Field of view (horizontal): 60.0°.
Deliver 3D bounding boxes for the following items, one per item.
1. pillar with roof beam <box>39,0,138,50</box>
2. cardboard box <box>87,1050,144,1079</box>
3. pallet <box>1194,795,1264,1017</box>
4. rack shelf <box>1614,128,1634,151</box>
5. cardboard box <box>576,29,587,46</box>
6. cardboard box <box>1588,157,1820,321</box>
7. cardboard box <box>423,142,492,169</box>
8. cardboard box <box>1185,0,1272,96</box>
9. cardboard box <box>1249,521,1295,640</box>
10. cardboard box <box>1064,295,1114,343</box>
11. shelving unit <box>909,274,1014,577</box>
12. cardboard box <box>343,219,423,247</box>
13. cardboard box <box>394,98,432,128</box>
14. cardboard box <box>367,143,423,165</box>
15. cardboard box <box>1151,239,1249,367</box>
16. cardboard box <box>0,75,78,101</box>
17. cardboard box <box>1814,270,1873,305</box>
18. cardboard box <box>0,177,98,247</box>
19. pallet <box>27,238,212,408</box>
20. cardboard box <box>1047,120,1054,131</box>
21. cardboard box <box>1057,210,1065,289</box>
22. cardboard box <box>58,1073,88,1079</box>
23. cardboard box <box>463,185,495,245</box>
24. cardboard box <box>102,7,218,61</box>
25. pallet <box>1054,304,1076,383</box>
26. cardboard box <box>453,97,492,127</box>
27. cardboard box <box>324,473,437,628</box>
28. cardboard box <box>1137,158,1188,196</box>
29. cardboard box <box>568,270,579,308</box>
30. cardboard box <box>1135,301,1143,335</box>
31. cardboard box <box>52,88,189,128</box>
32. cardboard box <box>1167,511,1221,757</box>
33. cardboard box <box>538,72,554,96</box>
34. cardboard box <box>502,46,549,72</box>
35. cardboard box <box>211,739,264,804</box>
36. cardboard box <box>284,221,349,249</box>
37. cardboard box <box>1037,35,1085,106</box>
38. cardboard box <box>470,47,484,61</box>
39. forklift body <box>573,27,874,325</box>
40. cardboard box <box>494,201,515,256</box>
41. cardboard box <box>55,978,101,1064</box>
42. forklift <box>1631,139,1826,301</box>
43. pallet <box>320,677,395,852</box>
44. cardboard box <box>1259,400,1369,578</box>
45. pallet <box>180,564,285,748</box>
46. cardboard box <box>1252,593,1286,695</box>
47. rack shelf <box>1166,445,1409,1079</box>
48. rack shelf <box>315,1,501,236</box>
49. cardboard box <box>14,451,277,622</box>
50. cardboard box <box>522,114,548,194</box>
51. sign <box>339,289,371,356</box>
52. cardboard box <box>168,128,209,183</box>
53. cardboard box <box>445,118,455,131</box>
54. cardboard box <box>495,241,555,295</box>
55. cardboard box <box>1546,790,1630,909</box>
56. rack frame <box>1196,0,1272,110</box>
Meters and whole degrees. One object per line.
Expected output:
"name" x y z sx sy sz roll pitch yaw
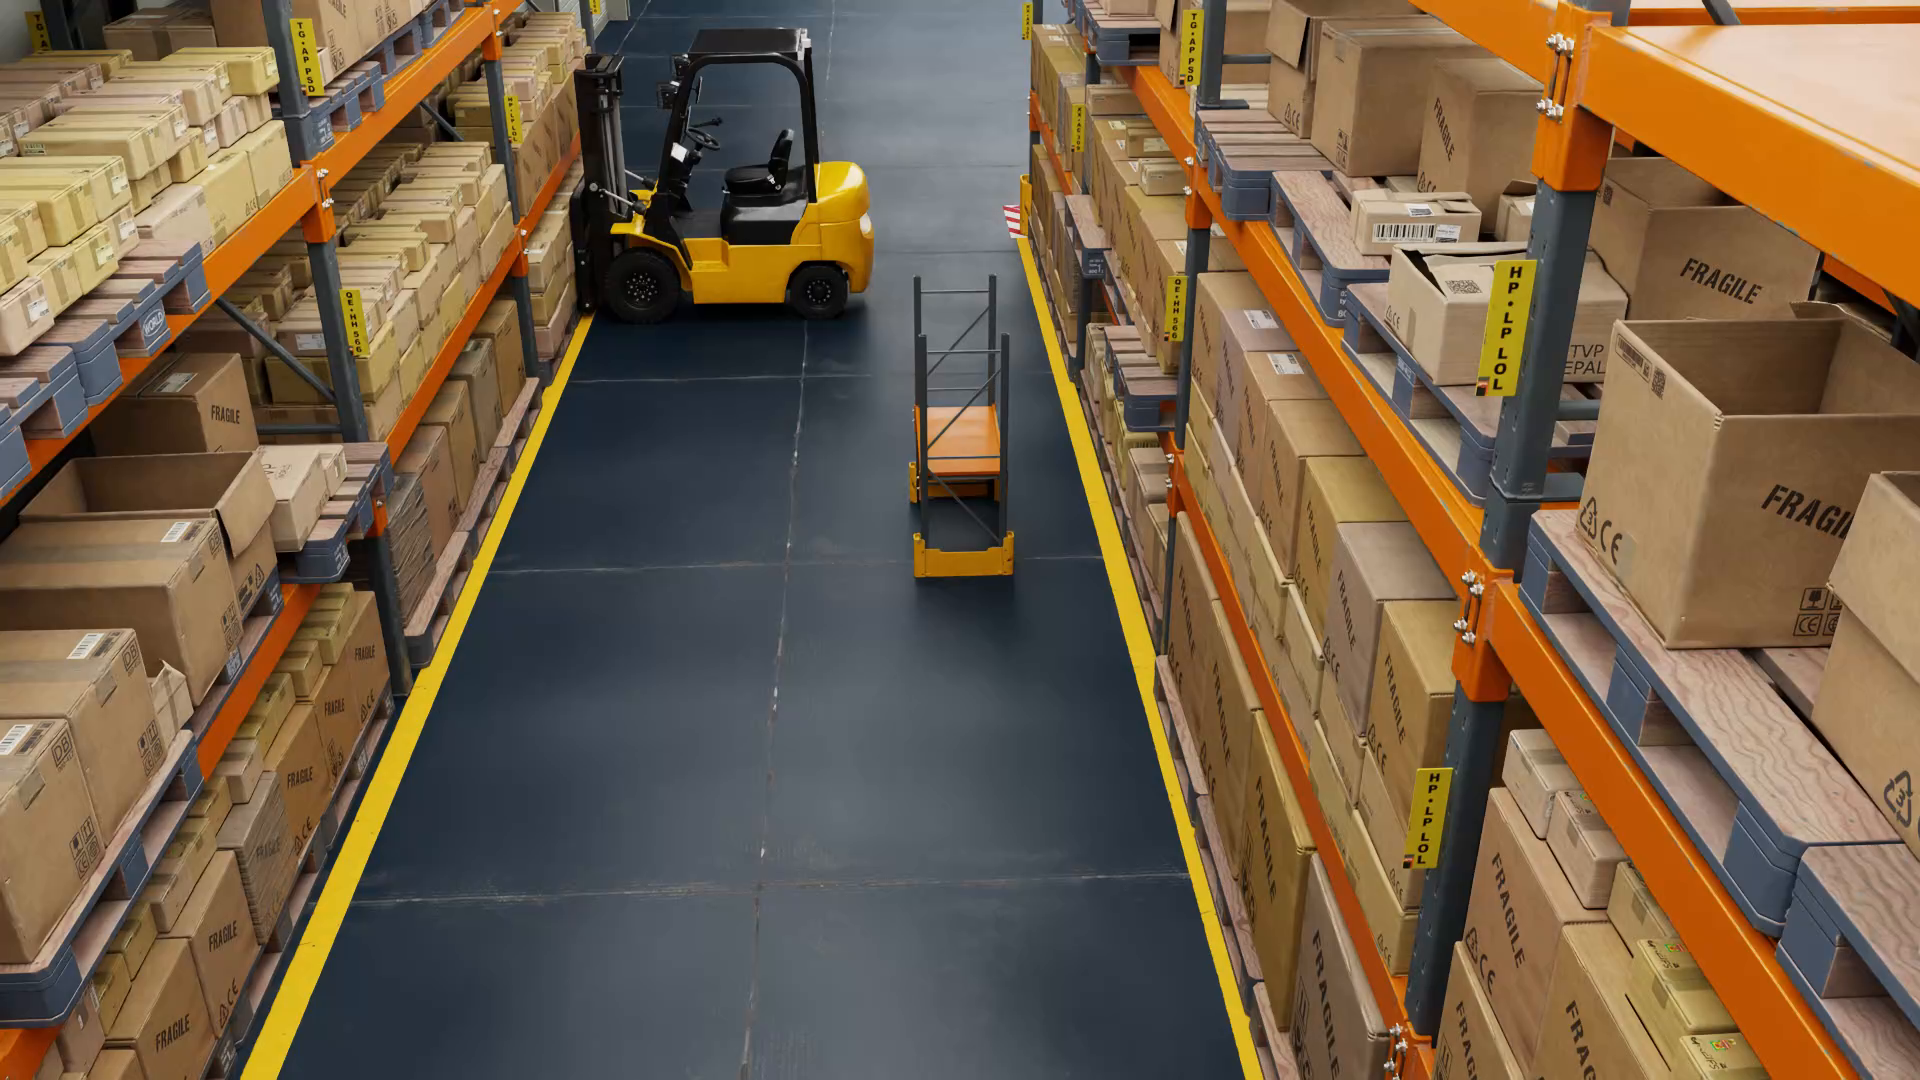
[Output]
"pillar with roof beam" -0.049 -3.868 7.934 9.100 9.000 0.400 -1 28 -3
"cardboard box" -2.972 2.017 5.388 0.500 0.500 0.500 0 28 0
"pallet" 1.603 1.519 7.108 1.003 0.211 1.213 -1 28 -3
"rack shelf" 6.201 -3.263 14.040 1.077 0.370 4.000 -1 28 -3
"cardboard box" -3.500 -4.396 14.626 0.380 0.149 0.250 -1 28 -2
"cardboard box" 2.029 -0.772 4.681 0.500 0.500 0.500 -2 28 -4
"cardboard box" -3.349 -2.550 11.086 0.380 0.149 0.250 0 28 -1
"cardboard box" 1.537 -2.457 8.366 0.700 0.500 0.500 -1 28 -3
"cardboard box" 1.409 0.144 6.352 0.500 0.250 0.500 -1 28 -2
"cardboard box" 1.068 -1.726 12.834 0.500 0.250 0.500 0 28 0
"shelving unit" -0.004 -0.700 9.971 0.587 1.500 1.083 -1 28 -3
"cardboard box" -3.291 -1.723 9.501 0.380 0.149 0.250 -1 28 -3
"cardboard box" -3.907 -2.975 11.578 0.380 0.149 0.250 -1 28 -3
"cardboard box" -3.785 -2.535 11.057 0.380 0.149 0.250 -2 28 -4
"cardboard box" 1.275 -1.211 8.443 0.500 0.500 0.500 -2 28 -4
"cardboard box" -3.639 -1.687 6.407 0.380 0.149 0.250 -1 28 -3
"cardboard box" 6.428 -1.563 11.981 1.050 0.750 0.750 -2 28 -3
"cardboard box" -2.885 -0.999 5.066 0.380 0.149 0.250 -1 28 -2
"pallet" -3.192 -0.704 5.317 1.213 0.211 1.003 -1 28 -3
"cardboard box" 0.944 -3.588 14.158 0.380 0.149 0.250 -1 28 -1
"cardboard box" 1.041 -2.293 13.112 0.500 0.500 0.500 -1 28 -2
"cardboard box" -2.924 1.786 5.129 0.380 0.149 0.250 0 28 0
"cardboard box" -3.274 -2.068 10.592 0.500 0.250 0.500 -2 28 -4
"cardboard box" -3.674 -2.346 7.860 0.500 0.250 0.500 -1 28 -3
"pallet" 1.297 -1.565 13.022 1.003 0.211 1.213 -1 28 -3
"cardboard box" -3.309 -2.989 11.605 0.380 0.149 0.250 -1 28 -2
"cardboard box" -3.399 0.055 9.015 0.875 0.625 0.625 -1 28 -1
"cardboard box" 1.209 -2.044 9.339 0.380 0.149 0.250 -3 28 -5
"cardboard box" -3.368 -2.040 13.437 0.500 0.250 0.500 -1 28 -2
"cardboard box" 1.175 -1.219 9.161 0.380 0.149 0.250 -3 28 -5
"cardboard box" -3.123 -1.580 6.201 0.380 0.149 0.250 -2 28 -3
"cardboard box" 1.530 0.432 8.022 0.875 0.875 0.875 -2 28 -3
"cardboard box" -3.404 -3.571 13.043 0.380 0.149 0.250 -2 28 -4
"cardboard box" -3.483 -3.813 13.186 0.380 0.149 0.250 -1 28 -2
"cardboard box" -3.060 0.946 6.740 0.380 0.149 0.250 -3 28 -5
"cardboard box" -3.699 -1.709 9.474 0.380 0.149 0.250 -1 28 -1
"cardboard box" 0.937 -4.051 14.344 0.500 0.500 0.500 -1 28 -1
"cardboard box" -3.941 -3.806 13.173 0.380 0.149 0.250 -1 28 -2
"forklift body" -1.877 -3.010 13.695 2.313 2.155 1.214 -1 28 -3
"cardboard box" -3.301 -2.078 11.152 0.500 0.250 0.500 -1 28 -1
"cardboard box" -2.986 1.536 5.288 0.380 0.149 0.250 -3 28 -5
"forklift" 4.505 -1.264 9.504 3.031 2.935 1.130 -12 30 -22
"pallet" -3.379 1.059 7.992 1.003 0.211 1.213 -1 28 -3
"cardboard box" 1.428 -0.198 6.196 0.500 0.500 0.500 -1 28 -2
"pallet" -3.274 0.460 6.332 1.003 0.211 1.213 -1 28 -3
"cardboard box" 1.446 0.361 6.477 0.500 0.250 0.500 -1 28 -3
"rack shelf" 1.681 0.598 6.638 1.077 0.370 4.000 -1 28 -3
"rack shelf" -3.485 -2.458 9.253 1.077 0.370 4.000 -1 28 -3
"cardboard box" -3.110 -0.006 6.452 0.797 0.503 0.637 -2 28 -4
"cardboard box" -3.395 -2.866 12.394 0.500 0.500 0.500 -1 28 -2
"sign" -2.839 -1.019 7.794 0.100 0.325 0.005 -1 28 -3
"cardboard box" -3.082 -1.450 6.273 0.380 0.149 0.250 -1 28 -3
"cardboard box" -3.905 -2.846 12.355 0.500 0.500 0.500 -1 28 -2
"cardboard box" -3.301 -2.012 12.302 0.500 0.250 0.500 -2 28 -3
"cardboard box" 1.572 0.697 3.779 0.380 0.149 0.250 -1 28 -2
"rack frame" 1.577 -3.305 6.855 1.000 3.000 0.127 -1 28 -3
